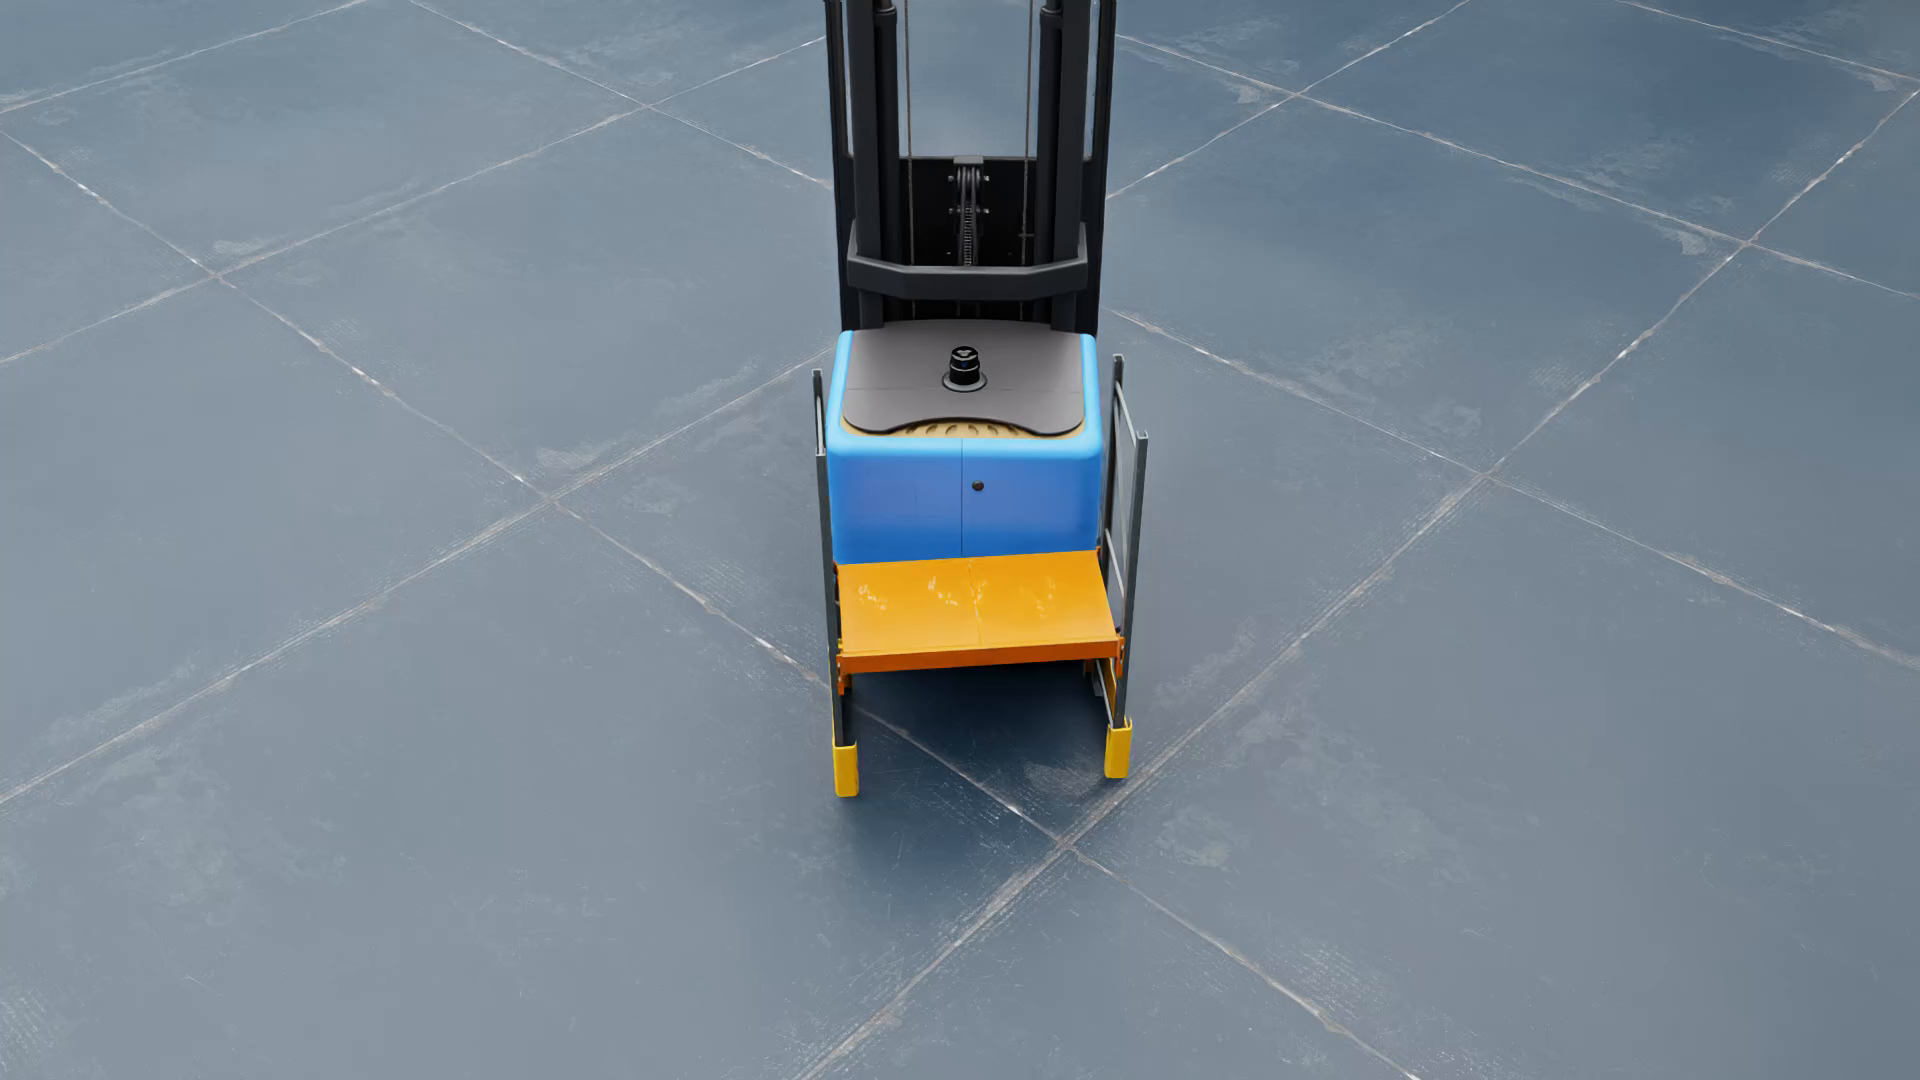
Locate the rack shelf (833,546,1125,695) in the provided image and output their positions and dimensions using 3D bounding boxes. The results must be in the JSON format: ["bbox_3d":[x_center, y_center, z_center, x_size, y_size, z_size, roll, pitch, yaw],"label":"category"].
[{"bbox_3d":[0.050,0.282,5.979,1.000,0.185,0.538,-3,39,-4],"label":"rack shelf"}]

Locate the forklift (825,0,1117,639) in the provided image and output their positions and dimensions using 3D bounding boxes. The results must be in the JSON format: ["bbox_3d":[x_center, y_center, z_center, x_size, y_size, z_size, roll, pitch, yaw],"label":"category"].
[{"bbox_3d":[0.046,-1.573,6.873,1.130,2.935,3.031,1,39,1],"label":"forklift"}]

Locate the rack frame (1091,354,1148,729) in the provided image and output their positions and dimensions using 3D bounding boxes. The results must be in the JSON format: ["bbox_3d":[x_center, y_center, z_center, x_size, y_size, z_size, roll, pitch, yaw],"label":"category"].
[{"bbox_3d":[0.557,0.112,5.904,0.032,1.500,0.500,-3,39,-4],"label":"rack frame"}]

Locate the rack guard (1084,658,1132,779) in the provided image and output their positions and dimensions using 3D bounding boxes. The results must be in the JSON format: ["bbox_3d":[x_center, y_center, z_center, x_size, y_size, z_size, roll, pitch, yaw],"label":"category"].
[{"bbox_3d":[0.555,0.602,6.292,0.087,0.250,0.587,-3,39,-4],"label":"rack guard"}]

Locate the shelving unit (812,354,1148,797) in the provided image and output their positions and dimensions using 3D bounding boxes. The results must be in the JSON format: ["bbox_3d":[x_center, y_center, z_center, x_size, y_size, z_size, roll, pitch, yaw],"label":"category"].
[{"bbox_3d":[0.059,0.141,5.868,1.083,1.500,0.587,-3,39,-4],"label":"shelving unit"}]

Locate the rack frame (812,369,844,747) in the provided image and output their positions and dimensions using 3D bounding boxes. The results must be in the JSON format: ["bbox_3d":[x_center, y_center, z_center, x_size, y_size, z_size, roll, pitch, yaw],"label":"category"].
[{"bbox_3d":[-0.456,0.170,5.831,0.032,1.500,0.500,-3,39,-4],"label":"rack frame"}]

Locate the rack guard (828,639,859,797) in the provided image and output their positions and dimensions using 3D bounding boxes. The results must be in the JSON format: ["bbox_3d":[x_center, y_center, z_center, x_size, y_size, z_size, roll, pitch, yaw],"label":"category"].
[{"bbox_3d":[-0.437,0.658,6.221,0.087,0.250,0.587,-3,39,-4],"label":"rack guard"}]
